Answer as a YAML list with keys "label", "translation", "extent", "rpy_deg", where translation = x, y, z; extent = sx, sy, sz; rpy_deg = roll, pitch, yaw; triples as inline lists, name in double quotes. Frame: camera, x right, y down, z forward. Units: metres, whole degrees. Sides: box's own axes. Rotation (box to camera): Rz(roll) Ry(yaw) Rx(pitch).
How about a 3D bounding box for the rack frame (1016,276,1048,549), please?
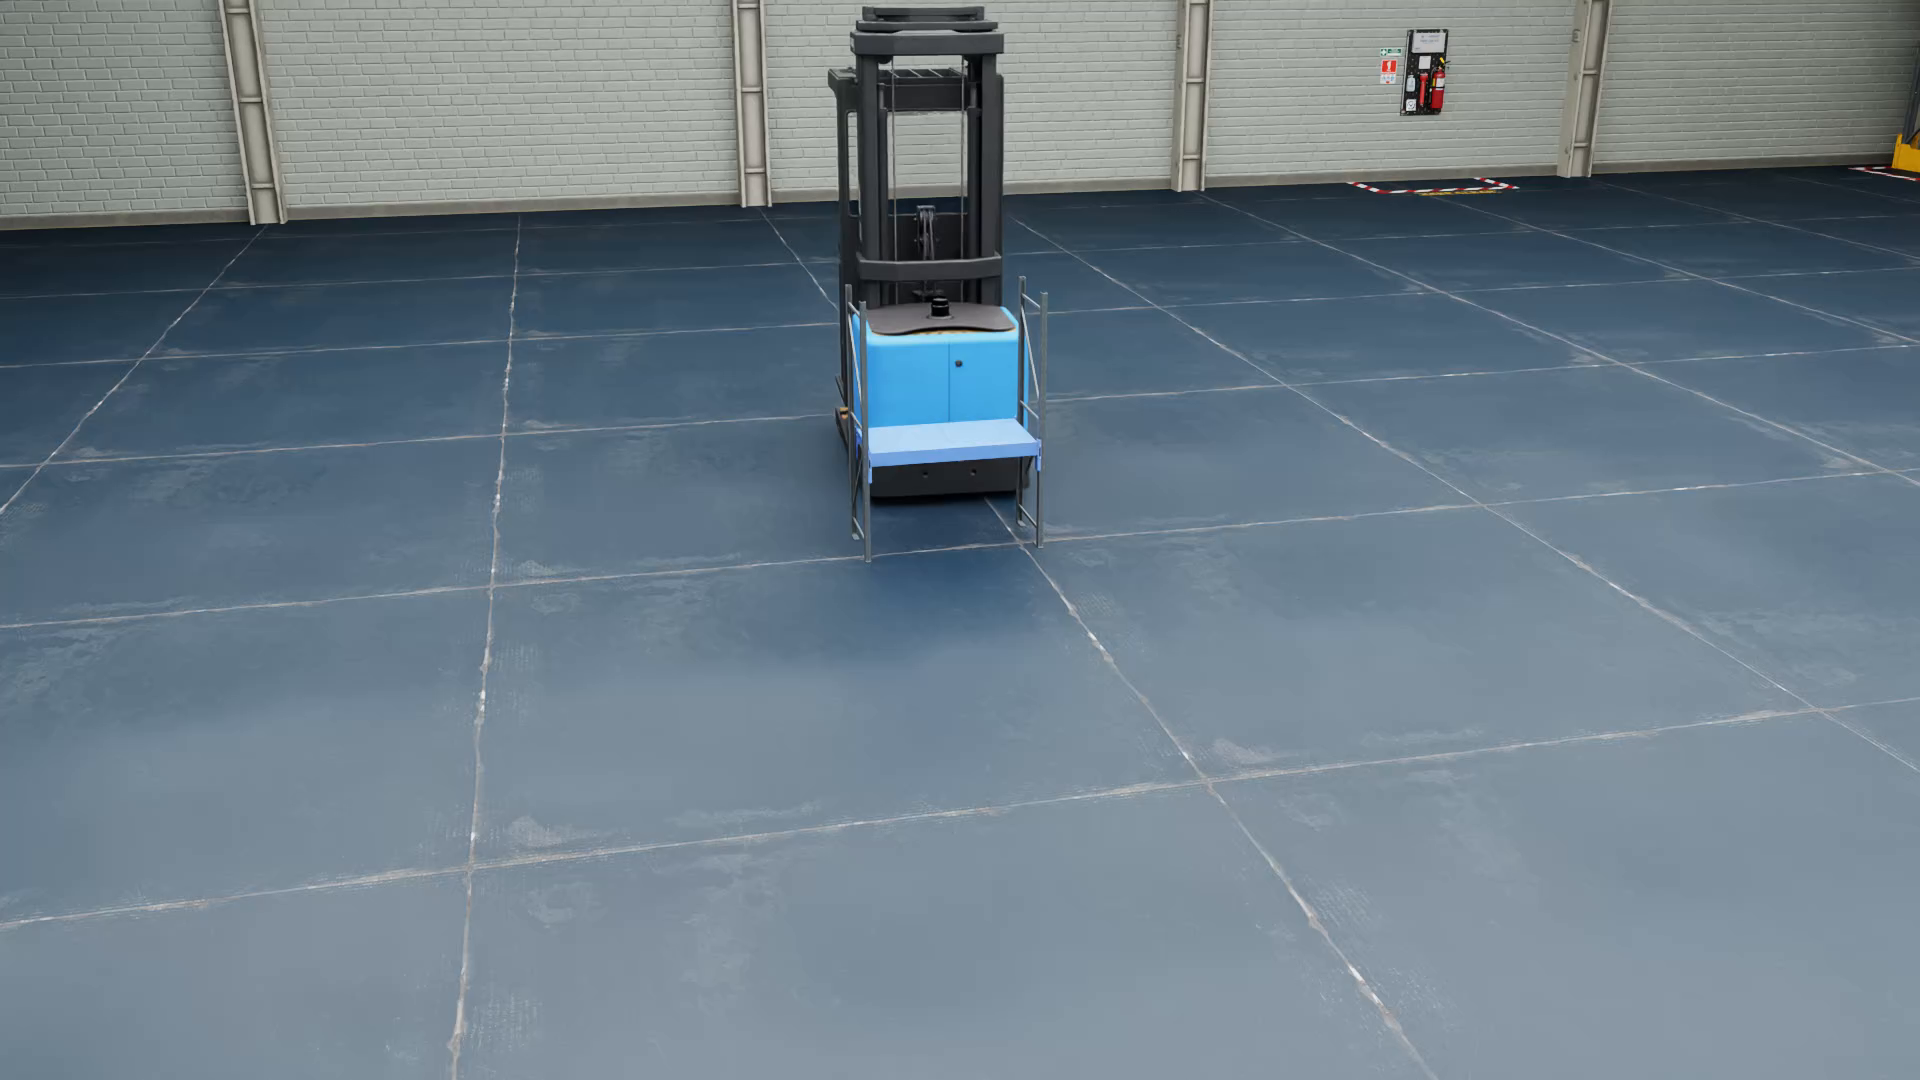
- label: "rack frame"
  translation: [0.412, -0.738, 9.648]
  extent: [0.032, 1.500, 0.500]
  rpy_deg: [-5, 21, -12]

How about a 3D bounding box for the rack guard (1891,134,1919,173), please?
- label: "rack guard"
  translation: [14.428, -5.715, 24.689]
  extent: [0.348, 0.500, 1.175]
  rpy_deg: [-5, 21, -12]

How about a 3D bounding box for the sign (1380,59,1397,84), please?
- label: "sign"
  translation: [6.021, -6.578, 23.358]
  extent: [0.234, 0.329, 0.001]
  rpy_deg: [-5, 21, -12]

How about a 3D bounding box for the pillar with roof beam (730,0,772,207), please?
- label: "pillar with roof beam"
  translation: [-1.691, -7.179, 16.330]
  extent: [0.400, 9.000, 9.100]
  rpy_deg: [-5, 21, -12]

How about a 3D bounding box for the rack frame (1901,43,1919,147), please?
- label: "rack frame"
  translation: [14.354, -6.883, 24.243]
  extent: [0.127, 3.000, 1.000]
  rpy_deg: [-5, 21, -12]

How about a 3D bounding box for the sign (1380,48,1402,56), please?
- label: "sign"
  translation: [6.028, -6.824, 23.259]
  extent: [0.331, 0.109, 0.001]
  rpy_deg: [-5, 21, -12]

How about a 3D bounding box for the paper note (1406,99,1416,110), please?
- label: "paper note"
  translation: [6.395, -6.165, 23.565]
  extent: [0.142, 0.148, 0.016]
  rpy_deg: [-5, 21, -12]

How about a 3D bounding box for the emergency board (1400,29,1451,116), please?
- label: "emergency board"
  translation: [6.583, -6.570, 23.389]
  extent: [0.643, 1.169, 0.194]
  rpy_deg: [-5, 21, -12]

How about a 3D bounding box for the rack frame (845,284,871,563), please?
- label: "rack frame"
  translation: [-0.578, -0.657, 9.428]
  extent: [0.032, 1.500, 0.500]
  rpy_deg: [-5, 21, -12]

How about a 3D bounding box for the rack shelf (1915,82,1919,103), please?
- label: "rack shelf"
  translation: [16.300, -6.703, 24.799]
  extent: [4.000, 0.370, 1.077]
  rpy_deg: [-5, 21, -12]

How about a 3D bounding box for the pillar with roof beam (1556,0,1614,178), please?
- label: "pillar with roof beam"
  translation: [9.987, -8.129, 18.923]
  extent: [0.400, 9.000, 9.100]
  rpy_deg: [-5, 21, -12]

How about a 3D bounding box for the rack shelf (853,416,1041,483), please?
- label: "rack shelf"
  translation: [-0.083, -0.529, 9.600]
  extent: [1.000, 0.185, 0.538]
  rpy_deg: [-5, 21, -12]

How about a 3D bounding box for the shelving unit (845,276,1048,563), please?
- label: "shelving unit"
  translation: [-0.083, -0.697, 9.538]
  extent: [1.048, 1.500, 0.538]
  rpy_deg: [-5, 21, -12]

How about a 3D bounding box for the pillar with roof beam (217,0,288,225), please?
- label: "pillar with roof beam"
  translation: [-7.530, -6.704, 15.033]
  extent: [0.400, 9.000, 9.100]
  rpy_deg: [-5, 21, -12]

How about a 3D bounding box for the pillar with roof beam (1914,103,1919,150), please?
- label: "pillar with roof beam"
  translation: [15.826, -8.604, 20.219]
  extent: [0.400, 9.000, 9.100]
  rpy_deg: [-5, 21, -12]

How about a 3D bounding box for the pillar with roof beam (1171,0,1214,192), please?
- label: "pillar with roof beam"
  translation: [4.148, -7.654, 17.626]
  extent: [0.400, 9.000, 9.100]
  rpy_deg: [-5, 21, -12]

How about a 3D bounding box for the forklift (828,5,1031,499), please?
- label: "forklift"
  translation: [-0.290, -2.099, 11.285]
  extent: [1.130, 2.935, 3.031]
  rpy_deg: [-3, 20, -8]
